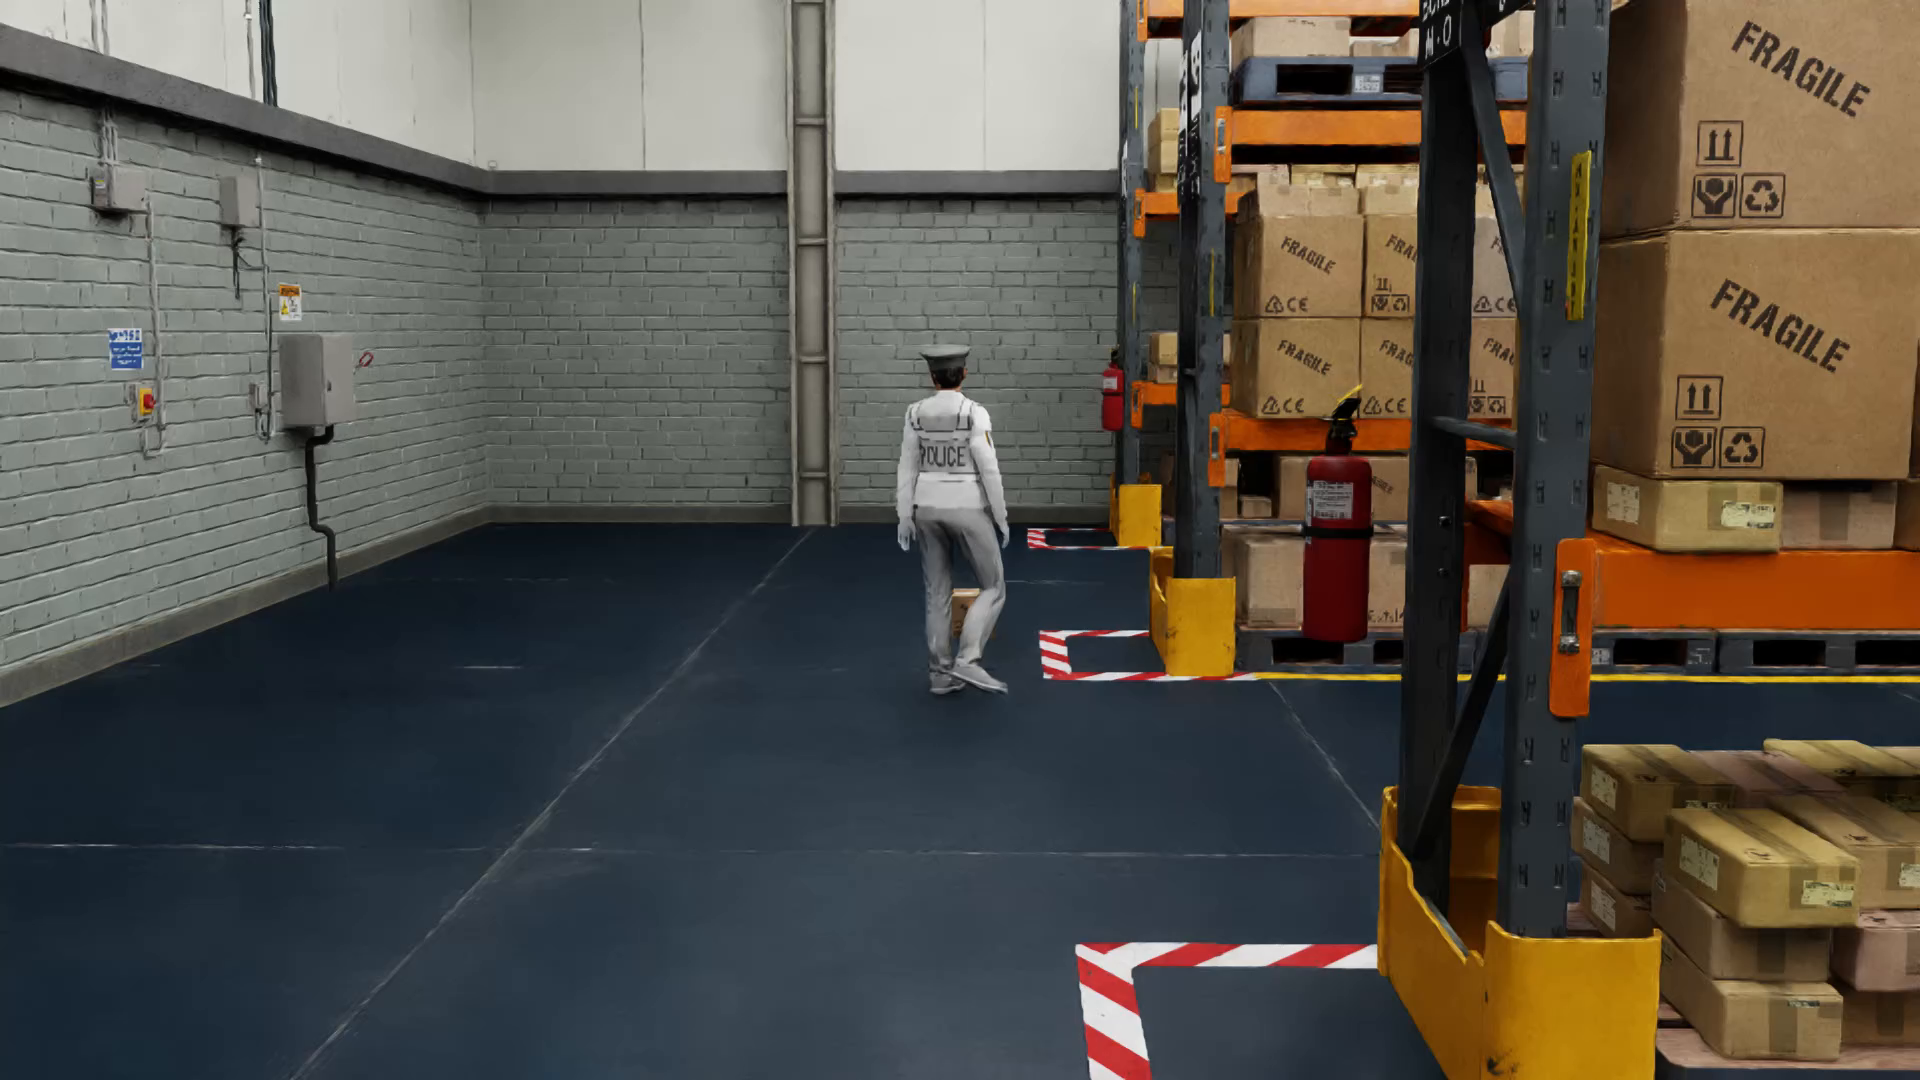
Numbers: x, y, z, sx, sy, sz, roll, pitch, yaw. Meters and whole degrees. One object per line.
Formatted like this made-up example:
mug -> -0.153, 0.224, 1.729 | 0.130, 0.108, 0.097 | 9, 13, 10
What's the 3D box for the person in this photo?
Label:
person -> -0.013, -0.093, 7.850 | 0.648, 1.659, 0.437 | 4, 8, 29
